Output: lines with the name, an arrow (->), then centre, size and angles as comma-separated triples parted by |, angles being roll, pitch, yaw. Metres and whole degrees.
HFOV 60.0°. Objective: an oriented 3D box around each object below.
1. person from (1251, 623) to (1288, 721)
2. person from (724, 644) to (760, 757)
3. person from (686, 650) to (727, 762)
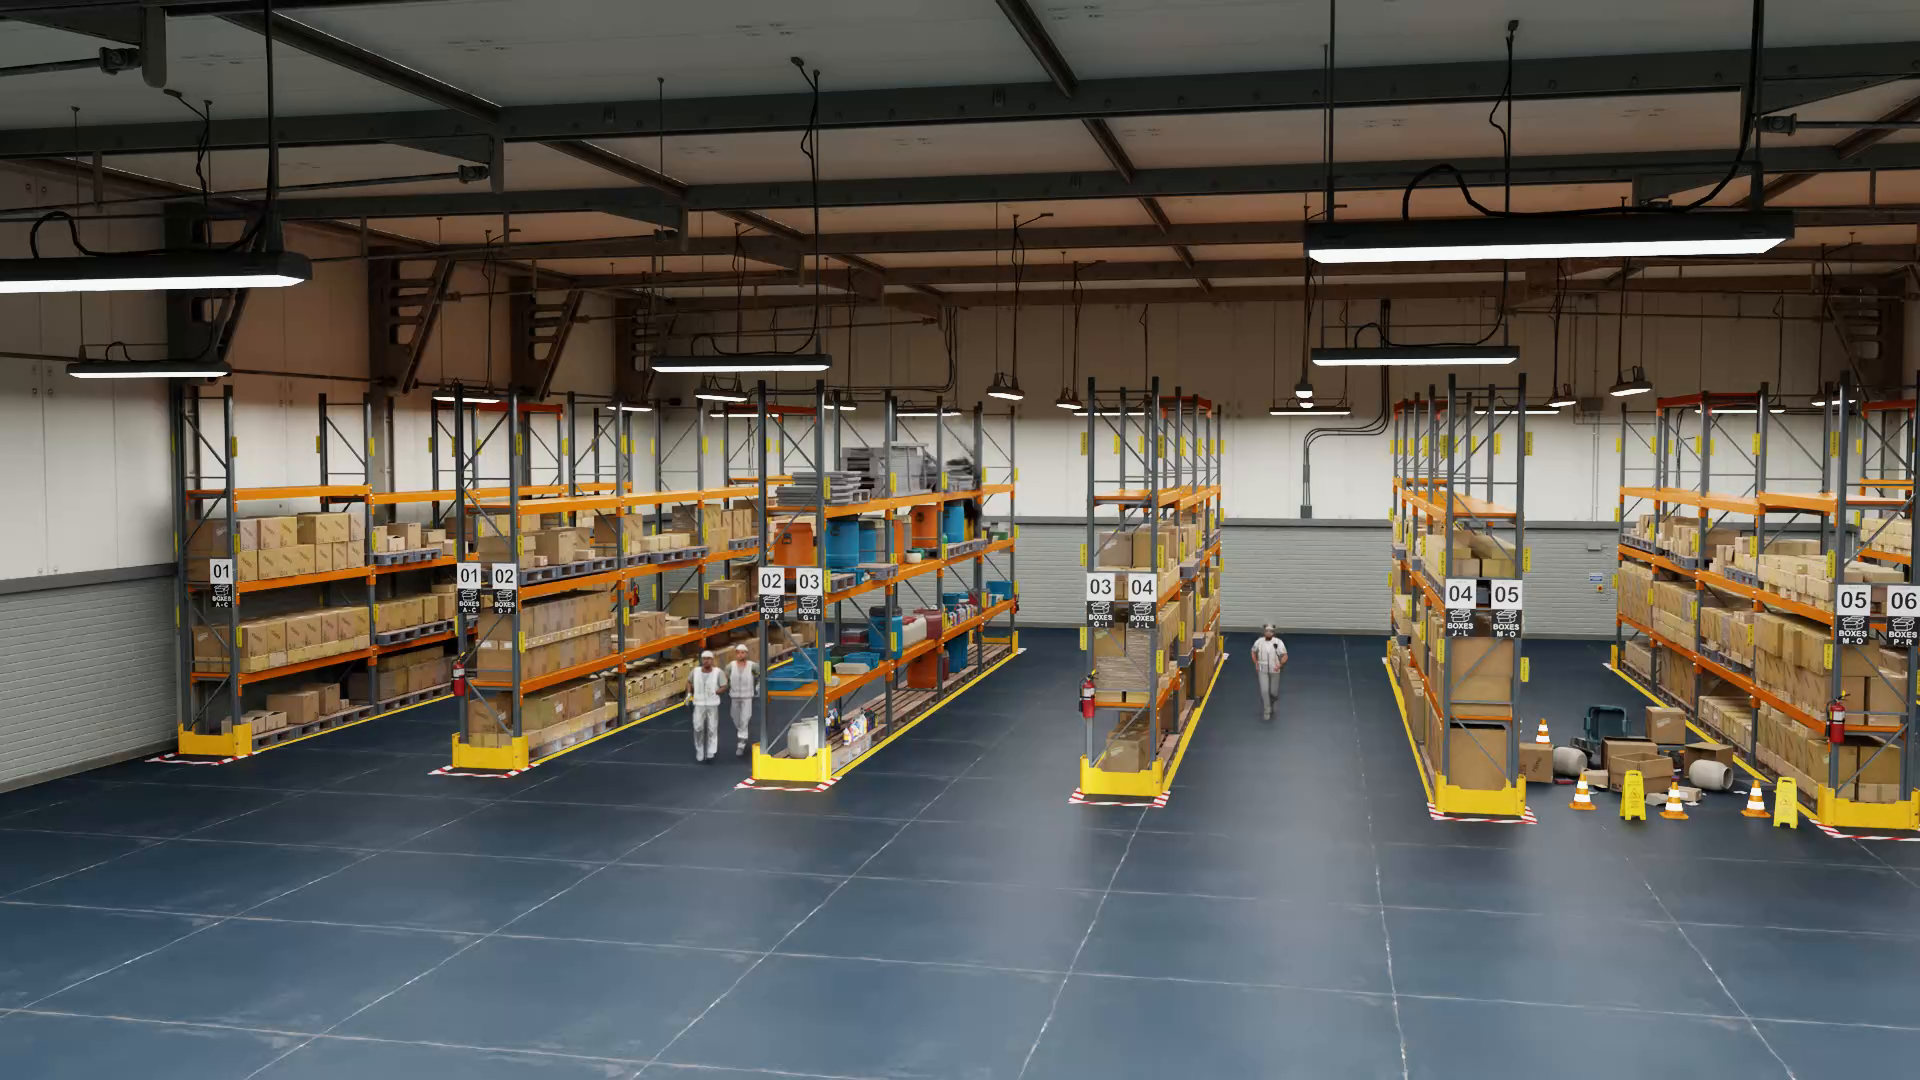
person -> 5.707, 2.407, 30.726 | 0.676, 1.765, 0.785 | 1, 3, 12
person -> -3.565, 2.593, 27.238 | 0.652, 1.784, 0.937 | 0, 3, 5
person -> -4.028, 2.636, 26.366 | 0.657, 1.767, 0.683 | 0, 3, -3
